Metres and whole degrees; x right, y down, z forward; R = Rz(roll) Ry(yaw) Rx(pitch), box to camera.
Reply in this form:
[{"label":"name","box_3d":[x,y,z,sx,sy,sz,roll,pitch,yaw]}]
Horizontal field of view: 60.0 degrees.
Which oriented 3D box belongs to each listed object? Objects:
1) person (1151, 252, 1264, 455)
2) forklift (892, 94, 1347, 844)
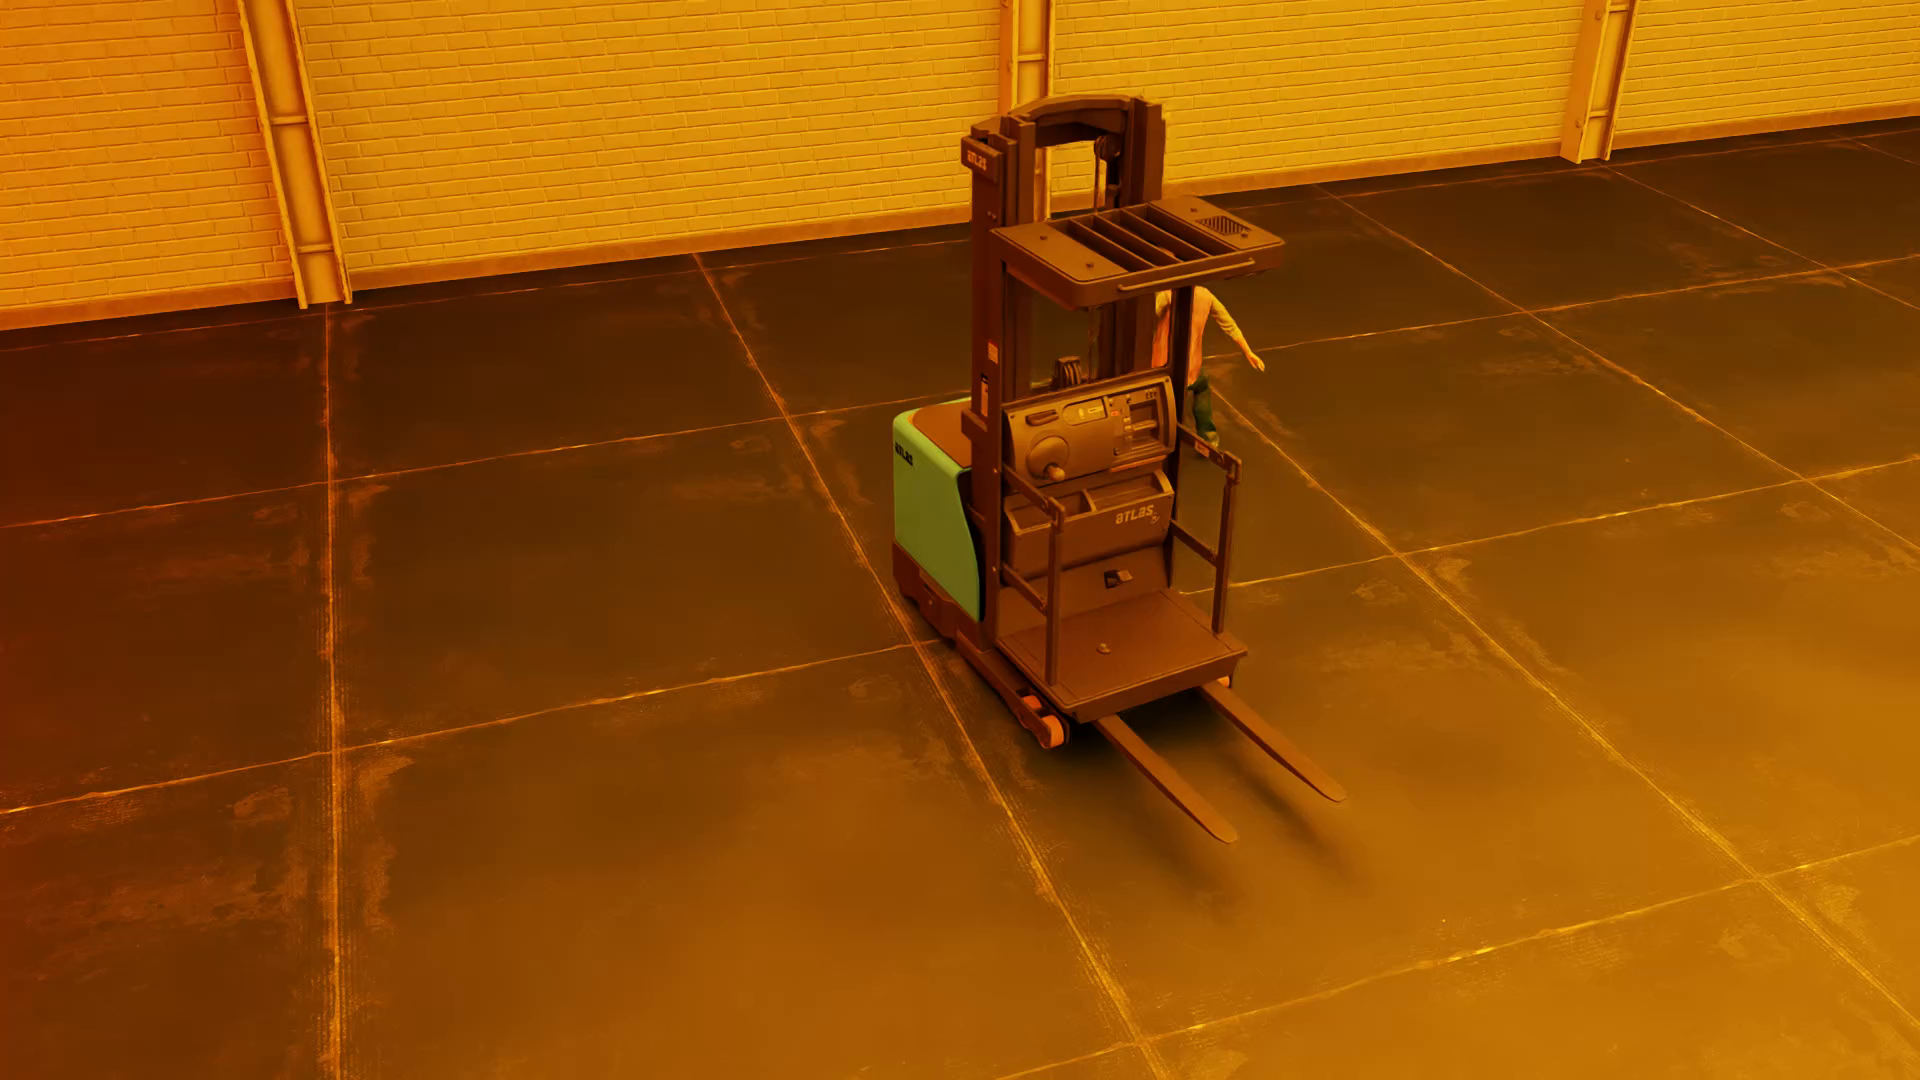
[{"label":"person","box_3d":[1.393,-1.100,10.554,1.032,1.491,0.488,-4,30,-7]},{"label":"forklift","box_3d":[0.752,-0.494,7.946,1.130,2.935,3.031,-15,33,-24]}]
